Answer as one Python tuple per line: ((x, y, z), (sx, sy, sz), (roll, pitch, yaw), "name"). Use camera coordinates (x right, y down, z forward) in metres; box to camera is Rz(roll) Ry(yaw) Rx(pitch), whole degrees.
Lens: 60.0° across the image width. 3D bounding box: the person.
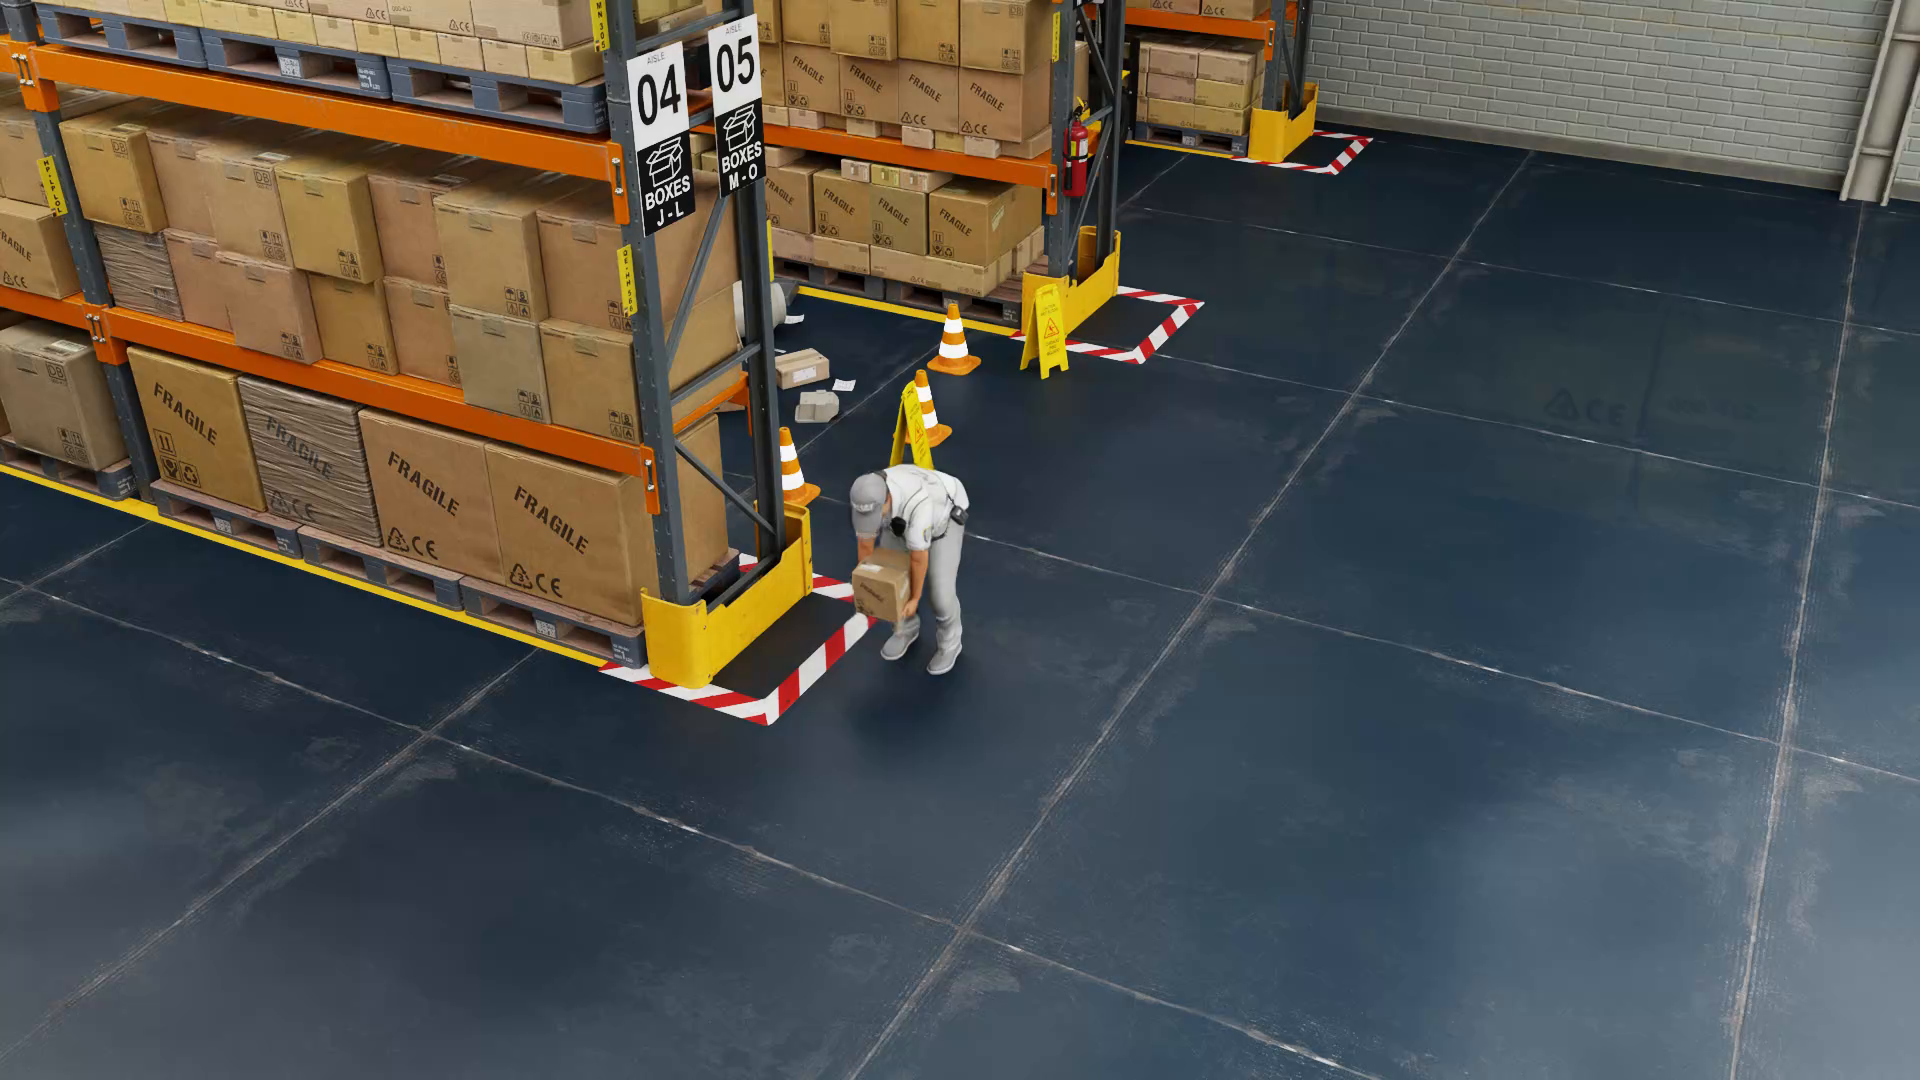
((-0.292, 0.130, 8.408), (0.459, 1.323, 0.853), (14, 33, 23), "person")
